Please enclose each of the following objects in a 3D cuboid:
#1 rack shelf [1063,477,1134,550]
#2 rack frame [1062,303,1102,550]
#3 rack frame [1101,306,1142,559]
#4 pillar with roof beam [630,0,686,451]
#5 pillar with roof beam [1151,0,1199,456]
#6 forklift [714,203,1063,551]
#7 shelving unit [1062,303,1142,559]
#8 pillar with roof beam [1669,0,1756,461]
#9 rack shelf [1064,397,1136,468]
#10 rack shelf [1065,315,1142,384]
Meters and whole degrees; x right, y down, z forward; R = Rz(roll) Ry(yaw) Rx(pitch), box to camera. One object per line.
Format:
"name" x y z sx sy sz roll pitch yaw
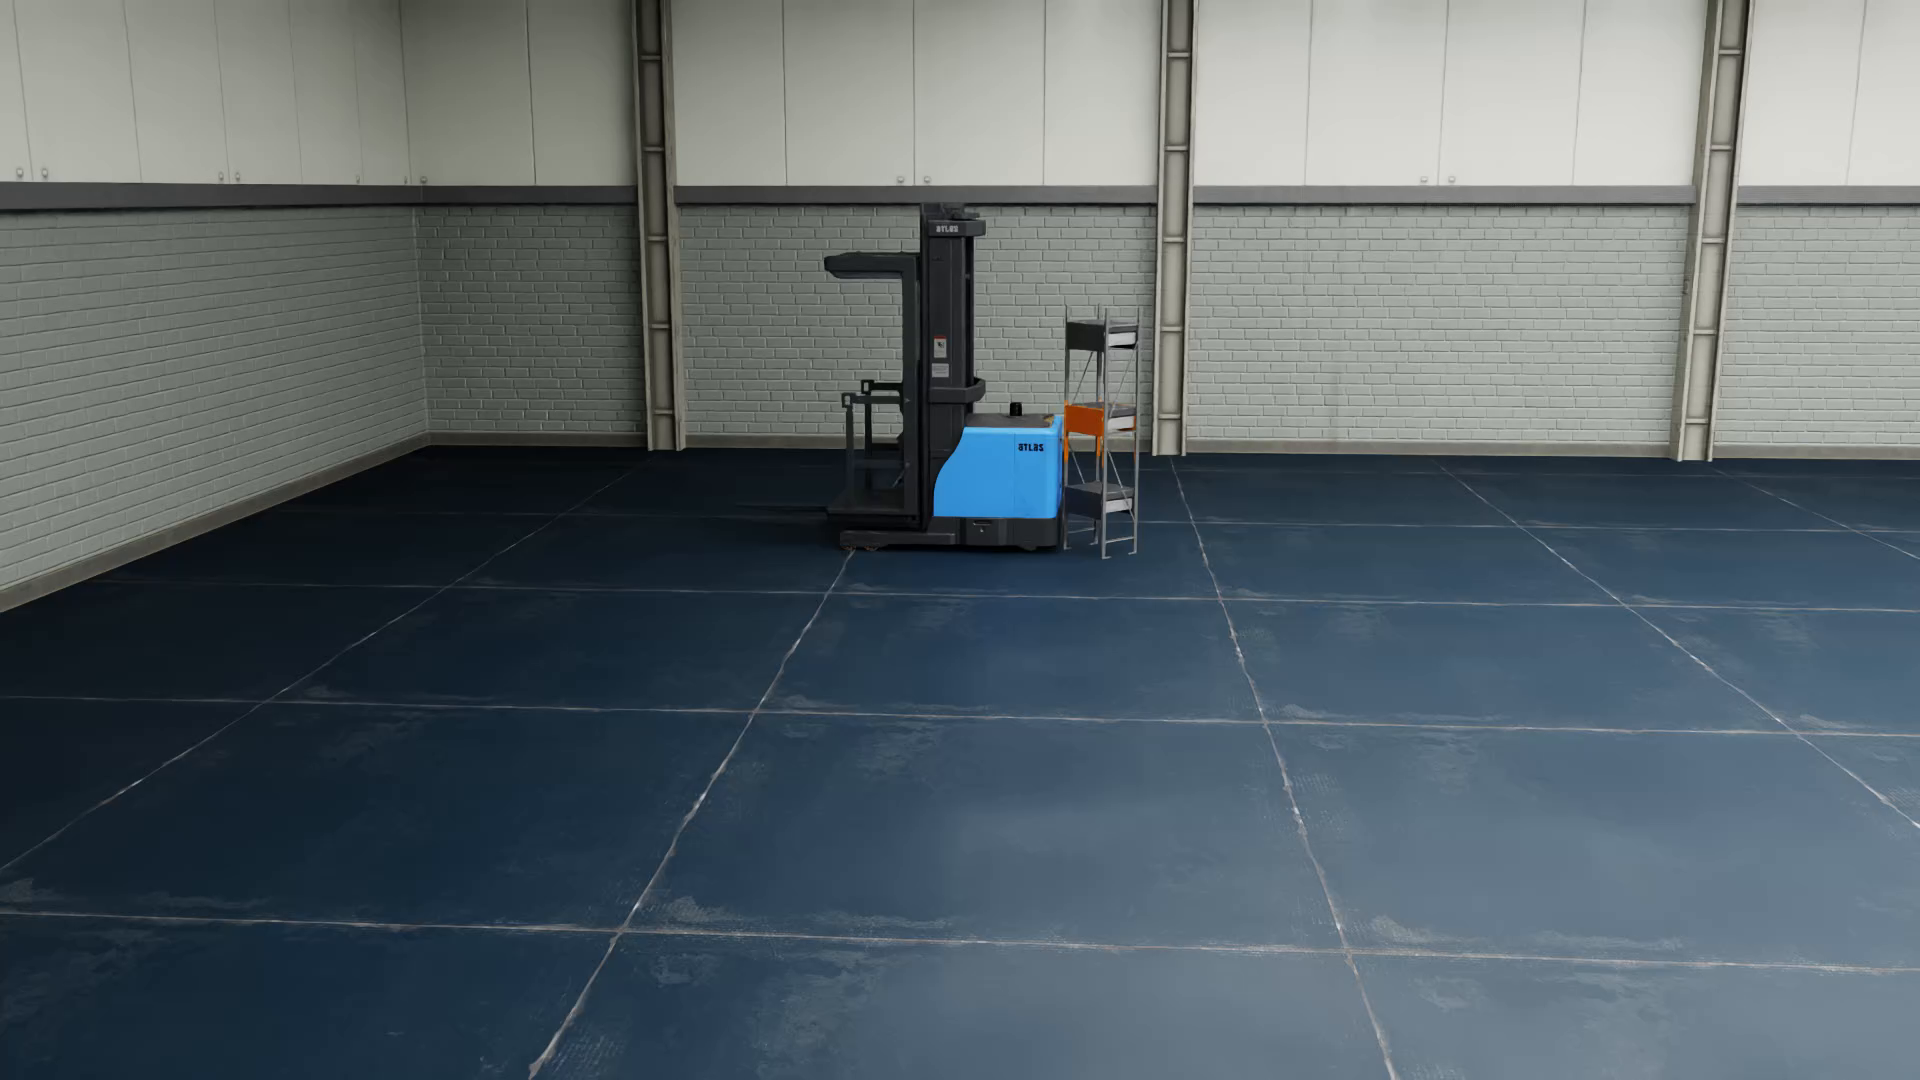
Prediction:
"rack shelf" 1.198 -0.231 14.228 0.431 0.518 0.480 -9 15 -37
"rack frame" 1.048 -0.969 14.270 0.400 2.100 0.015 -9 15 -37
"rack frame" 1.348 -0.890 13.894 0.400 2.100 0.015 -9 15 -37
"pillar with roof beam" -3.816 -4.624 14.896 0.400 9.000 9.100 1 12 4
"pillar with roof beam" 2.170 -4.542 14.504 0.400 9.000 9.100 1 12 4
"forklift" -0.624 -1.448 14.532 3.031 2.935 1.130 1 12 6
"shelving unit" 1.198 -0.929 14.082 0.431 2.100 0.503 -9 15 -37
"pillar with roof beam" 8.157 -4.460 14.111 0.400 9.000 9.100 1 12 4
"rack shelf" 1.198 -0.916 14.085 0.431 0.518 0.480 -9 15 -37
"rack shelf" 1.198 -1.601 13.941 0.431 0.518 0.480 -9 15 -37
